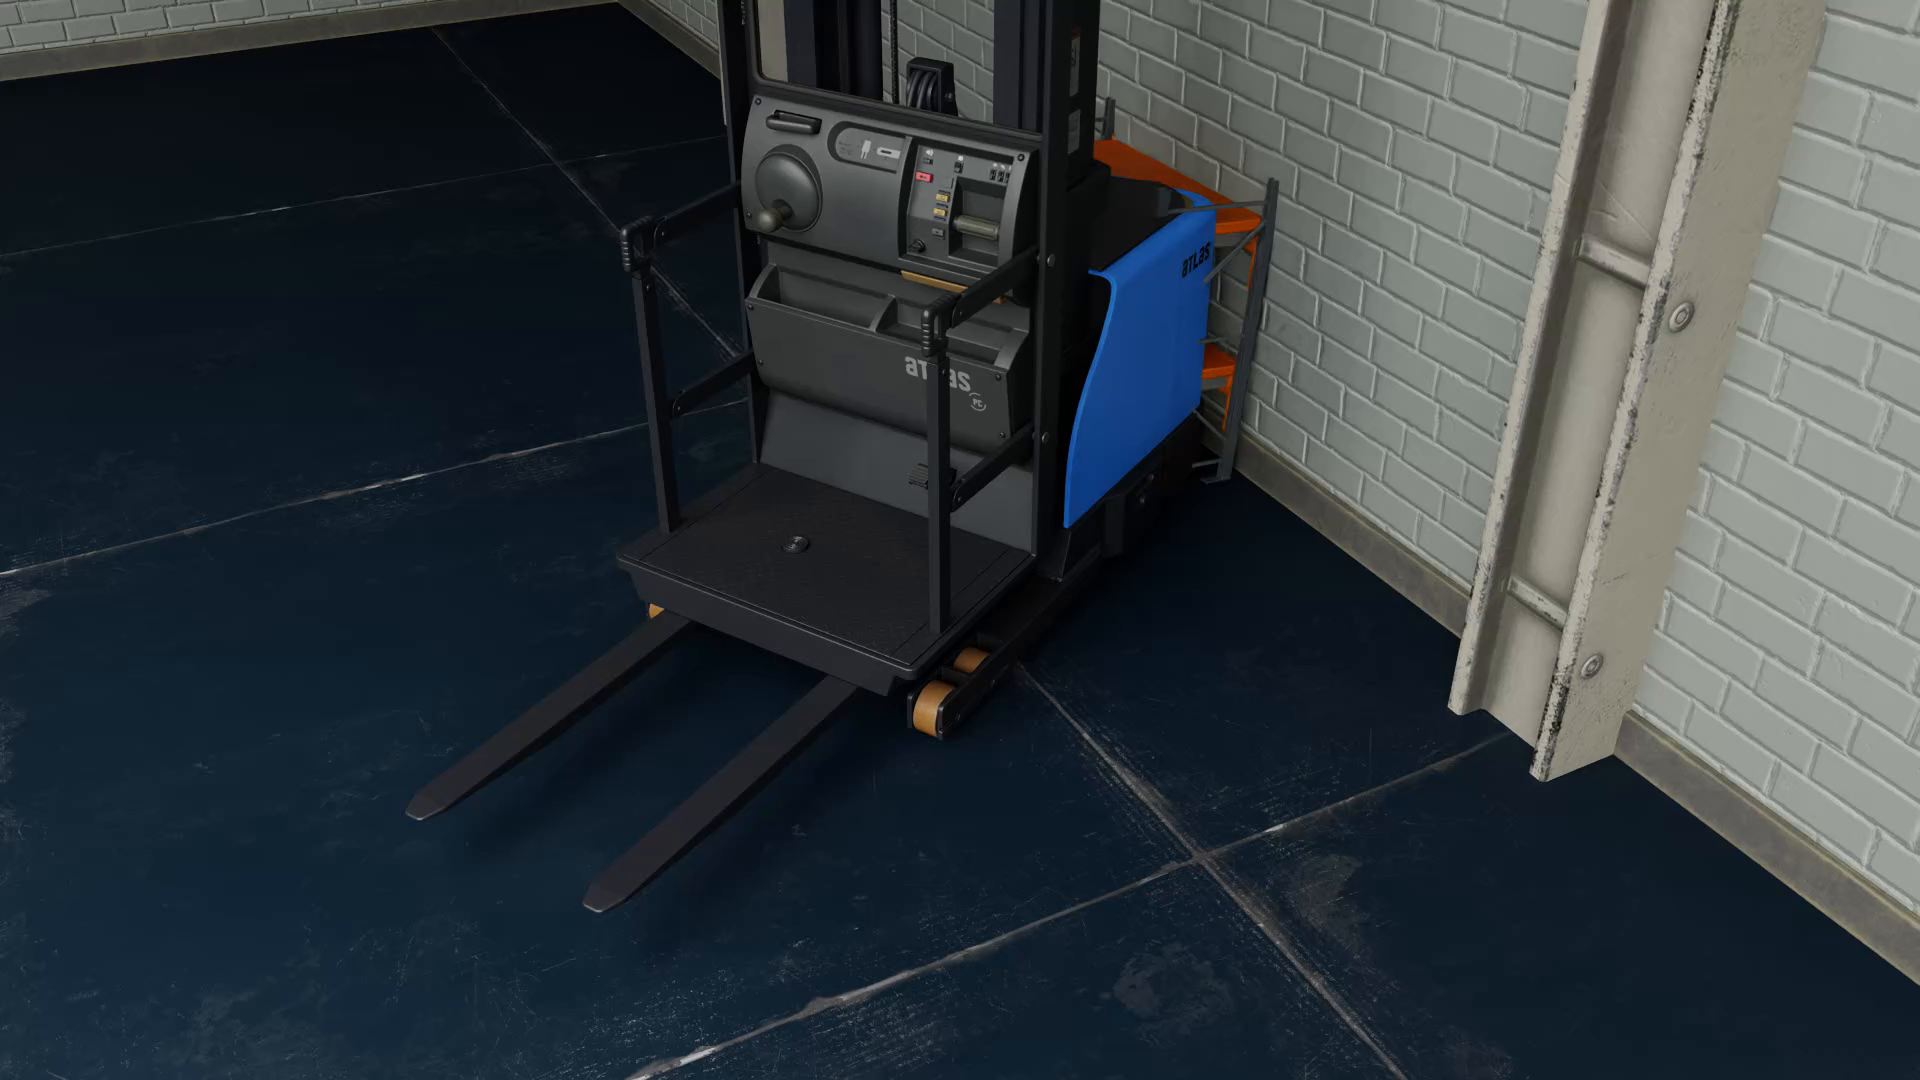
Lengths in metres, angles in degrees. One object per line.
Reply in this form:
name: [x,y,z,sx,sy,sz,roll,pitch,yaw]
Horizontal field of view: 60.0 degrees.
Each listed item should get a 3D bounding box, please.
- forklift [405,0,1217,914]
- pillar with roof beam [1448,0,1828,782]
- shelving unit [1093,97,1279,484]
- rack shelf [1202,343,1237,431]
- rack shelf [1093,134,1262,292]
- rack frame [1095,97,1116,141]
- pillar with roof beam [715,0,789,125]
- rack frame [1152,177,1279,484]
forklift: [-0.335,-0.946,4.510,1.130,2.935,3.031,19,37,27]
pillar with roof beam: [-2.124,-2.156,0.773,9.100,9.000,0.400,-16,36,-23]
shelving unit: [0.572,-0.914,6.105,0.538,1.125,1.048,-11,33,-26]
rack shelf: [0.552,-0.702,6.224,0.538,0.278,1.000,-11,33,-26]
rack shelf: [0.595,-1.169,5.962,0.538,0.278,1.000,-11,33,-26]
rack frame: [0.334,-1.150,6.487,0.500,1.125,0.032,-11,33,-26]
pillar with roof beam: [-4.922,-5.019,5.243,9.100,9.000,0.400,-16,36,-23]
rack frame: [0.810,-0.678,5.723,0.500,1.125,0.032,-11,33,-26]
